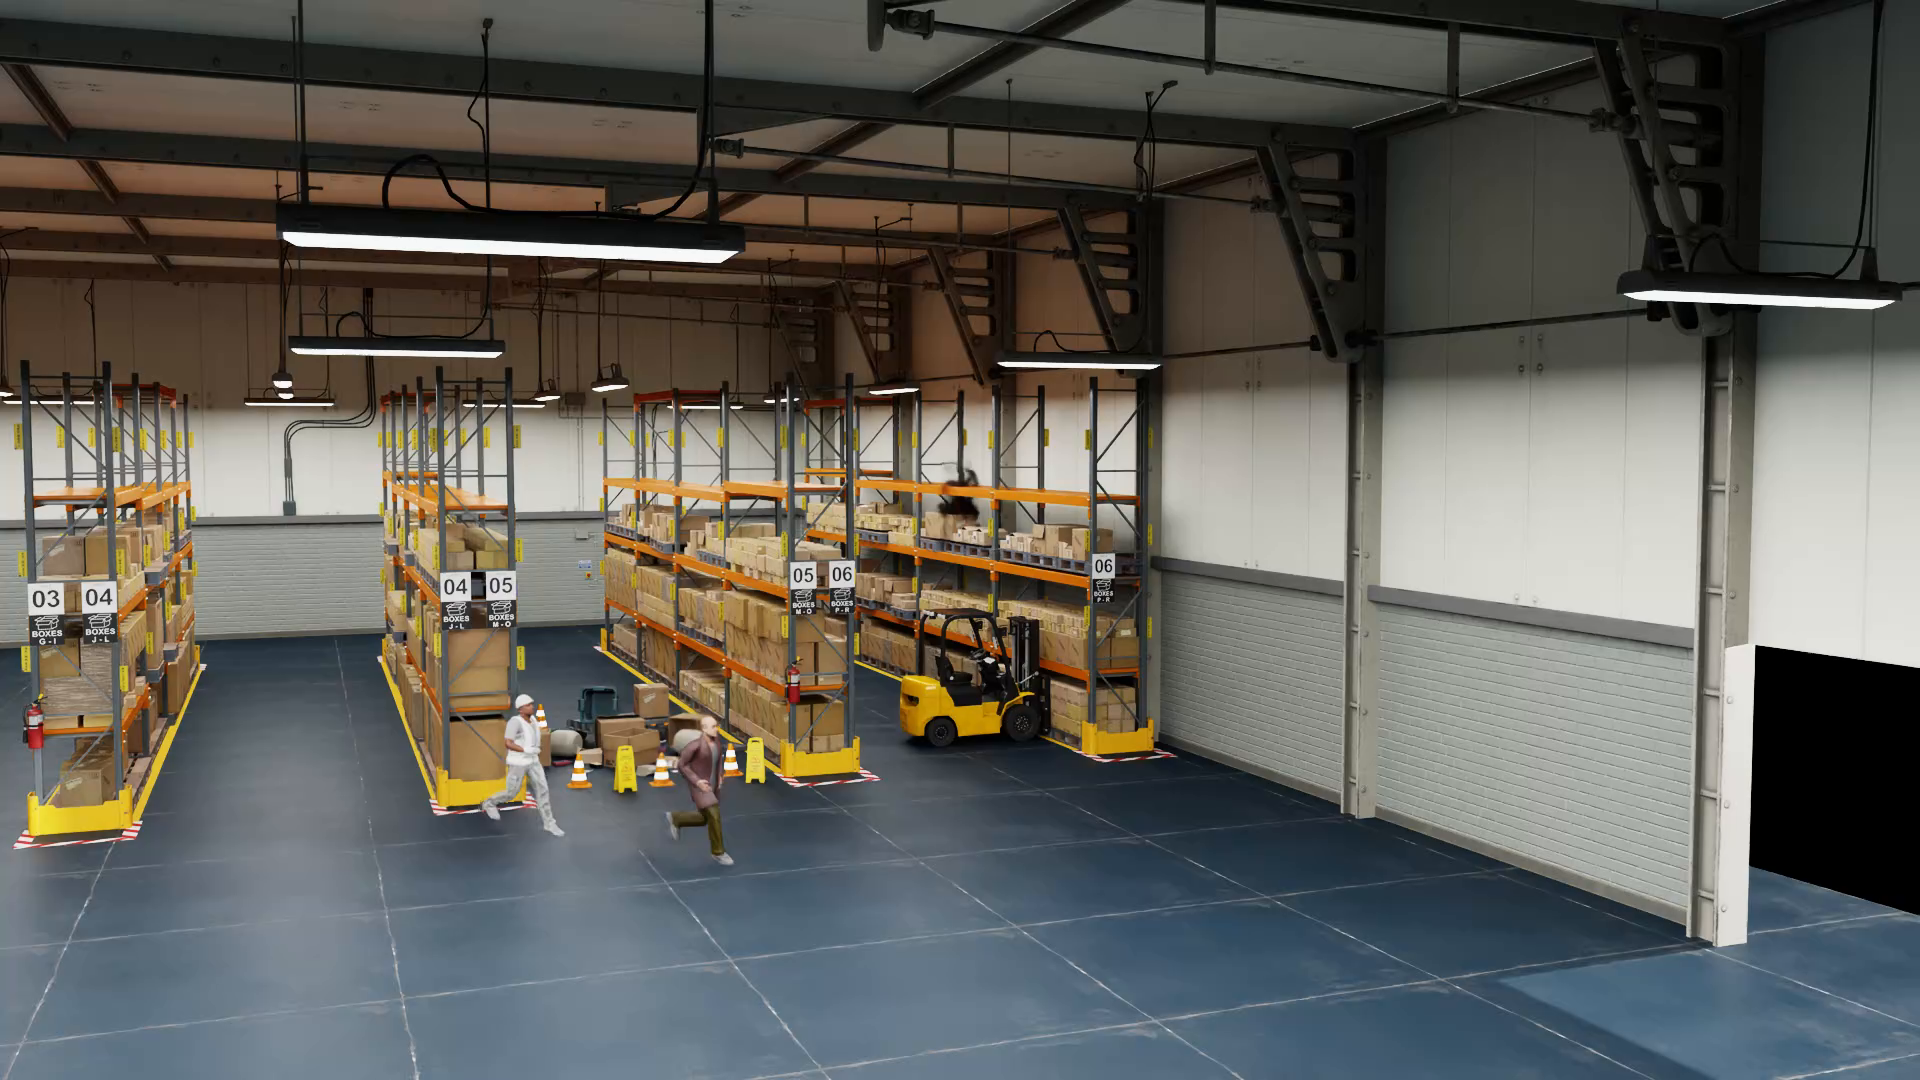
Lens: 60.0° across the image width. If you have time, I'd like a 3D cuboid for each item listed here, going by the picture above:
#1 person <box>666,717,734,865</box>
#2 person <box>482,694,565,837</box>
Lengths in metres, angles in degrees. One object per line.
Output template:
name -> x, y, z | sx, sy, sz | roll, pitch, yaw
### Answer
person -> -3.115, 2.966, 19.801 | 0.976, 1.770, 0.719 | 2, 4, 26
person -> -5.571, 2.850, 21.090 | 1.161, 1.787, 0.646 | 2, 4, 25
